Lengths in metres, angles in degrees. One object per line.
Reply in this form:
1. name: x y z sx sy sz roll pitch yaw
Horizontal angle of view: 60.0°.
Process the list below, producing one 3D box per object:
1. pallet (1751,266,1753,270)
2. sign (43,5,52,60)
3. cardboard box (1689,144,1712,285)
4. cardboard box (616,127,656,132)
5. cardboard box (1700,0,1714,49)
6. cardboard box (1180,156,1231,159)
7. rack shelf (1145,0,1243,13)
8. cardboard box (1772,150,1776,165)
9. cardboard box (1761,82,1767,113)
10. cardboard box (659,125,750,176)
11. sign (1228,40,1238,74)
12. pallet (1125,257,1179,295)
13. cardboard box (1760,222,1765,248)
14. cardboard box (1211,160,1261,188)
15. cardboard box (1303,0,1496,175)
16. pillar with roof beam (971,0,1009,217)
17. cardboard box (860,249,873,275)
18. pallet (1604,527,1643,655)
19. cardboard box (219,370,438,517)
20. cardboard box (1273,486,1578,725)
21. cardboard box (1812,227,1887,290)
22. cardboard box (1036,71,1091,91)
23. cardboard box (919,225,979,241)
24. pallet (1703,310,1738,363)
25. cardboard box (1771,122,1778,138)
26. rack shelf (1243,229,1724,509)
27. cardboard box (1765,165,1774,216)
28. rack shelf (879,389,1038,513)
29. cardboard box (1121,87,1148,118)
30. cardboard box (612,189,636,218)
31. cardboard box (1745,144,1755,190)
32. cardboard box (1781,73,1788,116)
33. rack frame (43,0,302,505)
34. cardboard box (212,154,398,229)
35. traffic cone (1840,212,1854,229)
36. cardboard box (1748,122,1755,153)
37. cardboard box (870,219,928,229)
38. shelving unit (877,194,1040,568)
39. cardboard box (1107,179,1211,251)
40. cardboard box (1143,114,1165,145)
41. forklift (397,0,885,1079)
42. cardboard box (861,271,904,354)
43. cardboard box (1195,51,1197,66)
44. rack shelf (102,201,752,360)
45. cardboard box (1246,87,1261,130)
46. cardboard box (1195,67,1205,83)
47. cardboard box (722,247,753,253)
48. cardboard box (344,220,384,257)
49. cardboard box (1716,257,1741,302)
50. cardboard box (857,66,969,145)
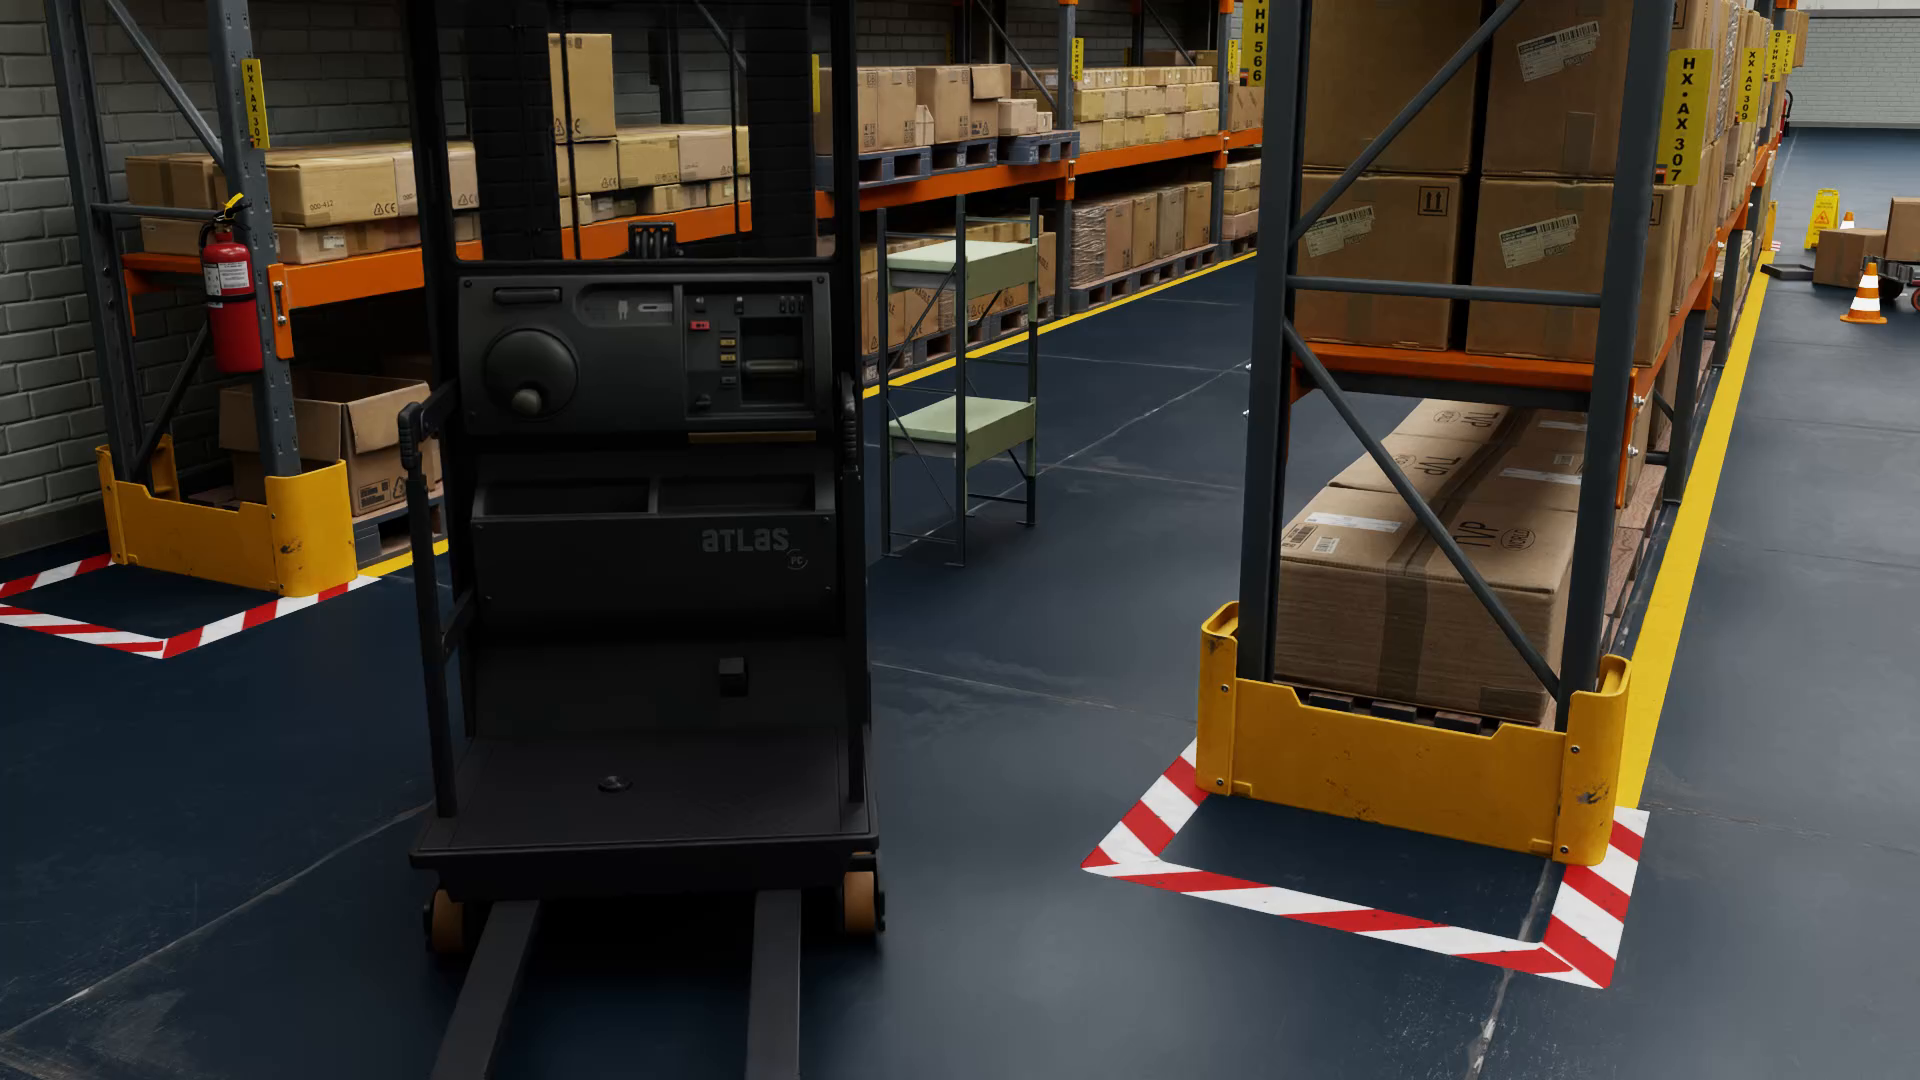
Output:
1. pallet: 7.474 -2.873 16.827 1.003 0.211 1.213 8 18 25
2. sign: -3.630 -2.079 6.666 0.100 0.325 0.005 8 18 25
3. cardboard box: 2.424 -1.189 6.083 0.500 0.500 0.500 9 19 27
4. cardboard box: -2.036 -2.166 9.288 0.500 0.250 0.500 8 18 25
5. cardboard box: 1.993 -1.412 5.077 0.500 0.500 0.500 8 18 24
6. cardboard box: 2.717 -4.124 18.475 0.500 0.250 0.500 8 18 26
7. rack shelf: 3.113 -5.956 18.303 1.077 0.370 4.000 8 18 25
8. cardboard box: 8.220 -3.956 17.210 0.380 0.149 0.250 9 19 27
9. cardboard box: 5.971 -3.577 12.863 0.500 0.500 0.500 7 18 23
10. cardboard box: -1.365 -2.225 9.489 0.500 0.250 0.500 9 19 27
11. sign: 2.709 -4.804 16.534 0.100 0.325 0.005 8 18 25
12. pallet: 1.381 -2.512 15.610 1.003 0.211 1.213 8 18 25
13. cardboard box: 7.861 -3.120 16.851 0.500 0.250 0.500 7 18 23
14. cardboard box: 2.954 -3.928 17.816 0.500 0.250 0.500 8 18 25
15. cardboard box: 1.302 -1.346 4.857 0.500 0.500 0.500 9 19 27
16. pillar with roof beam: 4.060 -6.109 12.288 9.100 9.000 0.400 8 18 25
17. cardboard box: -0.798 -1.834 10.944 0.380 0.149 0.250 7 18 23
18. pallet: 2.133 0.148 6.657 1.003 0.211 1.213 8 18 25
19. cardboard box: -2.785 -0.445 7.401 0.797 0.503 0.637 7 18 23
20. cardboard box: 1.505 0.180 5.412 0.875 0.438 0.875 7 18 24
21. cardboard box: 8.358 -2.625 15.481 0.500 0.500 0.500 -7 18 -22
22. cardboard box: 0.838 -3.737 13.522 0.380 0.149 0.250 9 19 27
23. cardboard box: -0.083 -2.230 12.278 0.380 0.149 0.250 8 18 25
24. pallet: 5.225 -1.566 12.425 1.003 0.211 1.213 8 18 25
25. cardboard box: 7.669 -3.966 16.051 0.380 0.149 0.250 8 18 26
26. rack shelf: 2.193 -0.830 6.316 1.077 0.370 4.000 8 18 25
27. cardboard box: 8.094 -3.613 17.197 0.500 0.500 0.500 9 19 27
28. rack shelf: 0.003 -0.408 7.409 0.431 0.370 0.720 8 18 25
29. cardboard box: 1.324 -3.842 14.578 0.500 0.250 0.500 8 18 24
30. cardboard box: -1.909 -1.760 8.622 0.380 0.149 0.250 8 18 26
31. cardboard box: 4.666 -2.338 10.390 0.500 0.250 0.500 8 19 26
32. cardboard box: 8.453 -4.759 17.579 0.500 0.500 0.500 8 18 24
33. rack frame: -3.143 -1.296 6.621 1.000 3.000 0.127 8 18 25
34. cardboard box: -2.699 -1.448 6.874 0.500 0.250 0.500 8 18 26
35. traffic cone: 9.411 -3.252 17.659 0.336 0.463 0.334 8 18 25
36. cardboard box: 4.449 -2.452 9.896 0.500 0.250 0.500 8 18 24
37. cardboard box: -0.466 -2.360 12.714 0.380 0.149 0.250 7 18 23
38. shelving unit: 0.003 -0.721 7.317 0.431 1.500 0.755 8 18 25
39. cardboard box: 1.996 -3.282 16.738 0.875 0.625 0.625 9 19 28
40. cardboard box: 1.535 -3.736 15.097 0.500 0.250 0.500 9 19 27
41. forklift: -0.772 -0.484 4.007 1.130 2.935 3.031 -1 17 -5
42. cardboard box: -0.709 -1.550 11.127 0.500 0.500 0.500 8 18 25
43. cardboard box: 2.648 -4.978 17.180 0.380 0.149 0.250 8 19 26
44. rack shelf: -2.249 -1.461 8.439 1.077 0.370 4.000 8 18 25
45. cardboard box: 2.869 -4.616 17.620 0.500 0.500 0.500 8 19 26
46. cardboard box: 2.166 -4.529 16.188 0.380 0.149 0.250 8 18 25
47. cardboard box: -1.336 -1.827 10.922 0.380 0.149 0.250 8 18 25
48. cardboard box: -2.678 -1.296 7.059 0.380 0.149 0.250 9 19 27
49. cardboard box: 5.458 -1.977 12.790 0.950 0.372 0.625 8 18 24
50. cardboard box: -0.357 -2.991 11.414 0.700 0.500 0.500 8 18 25
